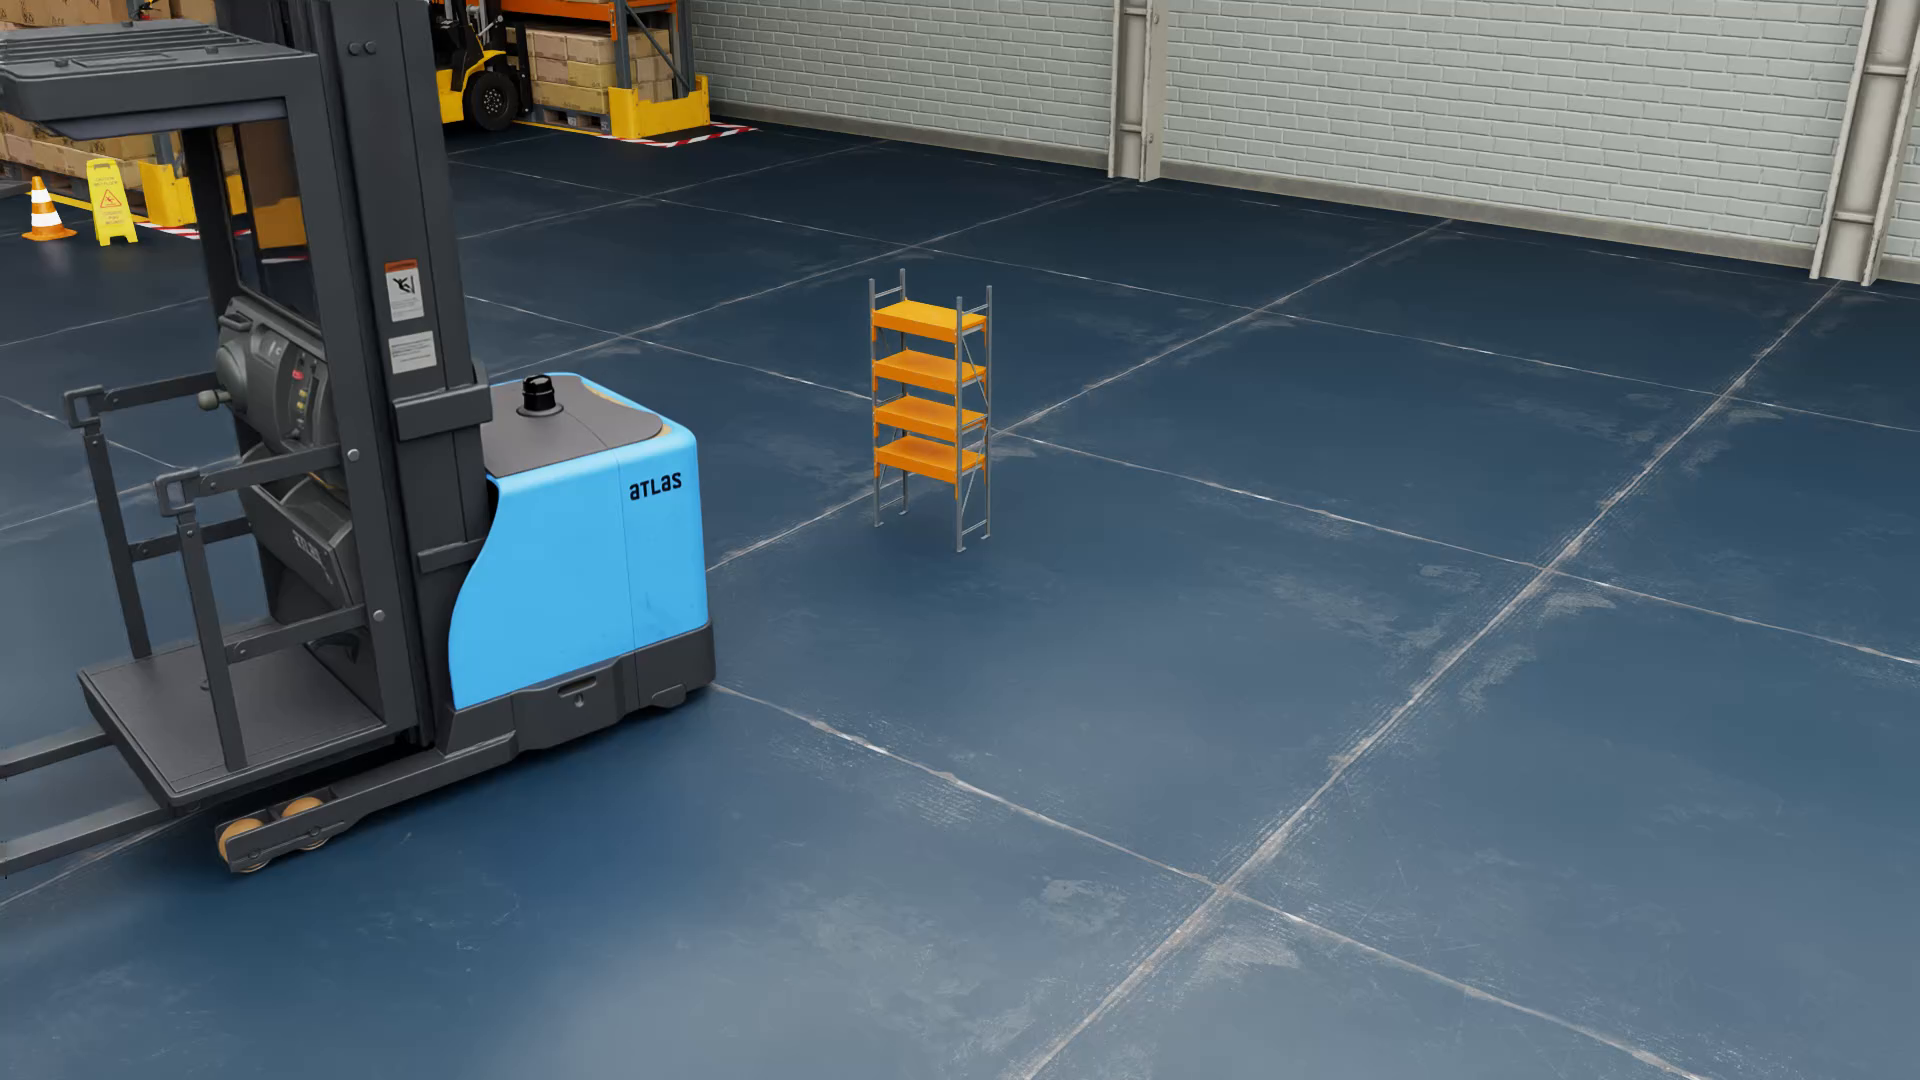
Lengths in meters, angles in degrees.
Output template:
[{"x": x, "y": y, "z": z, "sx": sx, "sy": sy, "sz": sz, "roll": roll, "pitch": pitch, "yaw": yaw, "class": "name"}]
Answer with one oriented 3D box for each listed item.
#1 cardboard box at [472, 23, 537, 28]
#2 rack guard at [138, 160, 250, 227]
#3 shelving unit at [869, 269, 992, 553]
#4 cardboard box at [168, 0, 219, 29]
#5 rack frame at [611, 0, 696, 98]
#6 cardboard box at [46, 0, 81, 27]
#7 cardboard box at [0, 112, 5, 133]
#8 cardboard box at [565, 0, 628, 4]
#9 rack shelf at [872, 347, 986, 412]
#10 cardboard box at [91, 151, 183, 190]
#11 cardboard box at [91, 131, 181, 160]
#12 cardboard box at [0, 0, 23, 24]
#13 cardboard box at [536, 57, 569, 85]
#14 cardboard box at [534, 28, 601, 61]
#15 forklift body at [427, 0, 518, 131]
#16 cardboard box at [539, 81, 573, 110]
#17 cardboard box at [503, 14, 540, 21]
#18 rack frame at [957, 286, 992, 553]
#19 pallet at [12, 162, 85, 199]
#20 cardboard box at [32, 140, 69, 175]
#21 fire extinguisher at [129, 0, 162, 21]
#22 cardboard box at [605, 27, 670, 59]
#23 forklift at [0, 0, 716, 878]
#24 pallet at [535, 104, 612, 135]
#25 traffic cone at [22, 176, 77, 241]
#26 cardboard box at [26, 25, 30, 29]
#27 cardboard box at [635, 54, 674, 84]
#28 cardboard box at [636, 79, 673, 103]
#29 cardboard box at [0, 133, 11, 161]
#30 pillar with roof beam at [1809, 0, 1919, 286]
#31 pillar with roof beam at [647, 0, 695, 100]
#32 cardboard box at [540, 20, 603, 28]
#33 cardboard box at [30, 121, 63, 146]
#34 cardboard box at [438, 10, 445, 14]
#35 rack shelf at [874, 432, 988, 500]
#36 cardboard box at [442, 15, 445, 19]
[{"x": -4.952, "y": -5.488, "z": 18.134, "sx": 0.500, "sy": 0.250, "sz": 0.500, "roll": 16, "pitch": 28, "yaw": 32, "class": "cardboard box"}, {"x": -6.208, "y": -2.992, "z": 13.922, "sx": 0.348, "sy": 0.500, "sz": 1.175, "roll": 17, "pitch": 29, "yaw": 33, "class": "rack guard"}, {"x": -0.132, "y": -0.589, "z": 7.599, "sx": 0.503, "sy": 1.200, "sz": 0.258, "roll": 17, "pitch": 29, "yaw": 33, "class": "shelving unit"}, {"x": -6.360, "y": -4.504, "z": 13.759, "sx": 0.500, "sy": 0.500, "sz": 0.500, "roll": 16, "pitch": 29, "yaw": 33, "class": "cardboard box"}, {"x": -3.173, "y": -5.720, "z": 17.013, "sx": 0.127, "sy": 3.000, "sz": 1.000, "roll": 17, "pitch": 29, "yaw": 33, "class": "rack frame"}, {"x": -7.145, "y": -4.465, "z": 13.670, "sx": 0.500, "sy": 0.500, "sz": 0.500, "roll": 17, "pitch": 29, "yaw": 33, "class": "cardboard box"}, {"x": -8.602, "y": -4.007, "z": 15.083, "sx": 0.500, "sy": 0.500, "sz": 0.500, "roll": 18, "pitch": 30, "yaw": 35, "class": "cardboard box"}, {"x": -3.725, "y": -5.800, "z": 17.070, "sx": 0.500, "sy": 0.500, "sz": 0.500, "roll": 16, "pitch": 28, "yaw": 32, "class": "cardboard box"}, {"x": -0.132, "y": -0.732, "z": 7.536, "sx": 0.480, "sy": 0.148, "sz": 0.258, "roll": 17, "pitch": 29, "yaw": 33, "class": "rack shelf"}, {"x": -6.975, "y": -3.166, "z": 14.105, "sx": 0.500, "sy": 0.250, "sz": 0.500, "roll": 17, "pitch": 29, "yaw": 33, "class": "cardboard box"}, {"x": -6.945, "y": -3.505, "z": 13.943, "sx": 0.500, "sy": 0.500, "sz": 0.500, "roll": 17, "pitch": 29, "yaw": 34, "class": "cardboard box"}, {"x": -7.937, "y": -4.715, "z": 14.239, "sx": 0.500, "sy": 0.500, "sz": 0.500, "roll": 17, "pitch": 29, "yaw": 34, "class": "cardboard box"}, {"x": -4.145, "y": -5.025, "z": 17.703, "sx": 0.500, "sy": 0.250, "sz": 0.500, "roll": 16, "pitch": 29, "yaw": 33, "class": "cardboard box"}, {"x": -4.141, "y": -5.244, "z": 17.581, "sx": 0.500, "sy": 0.250, "sz": 0.500, "roll": 17, "pitch": 29, "yaw": 34, "class": "cardboard box"}, {"x": -5.785, "y": -5.202, "z": 16.889, "sx": 1.214, "sy": 2.155, "sz": 2.313, "roll": 17, "pitch": 29, "yaw": 33, "class": "forklift body"}, {"x": -4.131, "y": -4.789, "z": 17.789, "sx": 0.500, "sy": 0.250, "sz": 0.500, "roll": 17, "pitch": 29, "yaw": 33, "class": "cardboard box"}, {"x": -5.053, "y": -5.778, "z": 18.793, "sx": 0.500, "sy": 0.250, "sz": 0.500, "roll": 17, "pitch": 29, "yaw": 34, "class": "cardboard box"}, {"x": 0.063, "y": -0.530, "z": 7.465, "sx": 0.015, "sy": 1.200, "sz": 0.240, "roll": 17, "pitch": 29, "yaw": 33, "class": "rack frame"}, {"x": -7.809, "y": -3.363, "z": 15.122, "sx": 1.213, "sy": 0.211, "sz": 1.003, "roll": 17, "pitch": 29, "yaw": 33, "class": "pallet"}, {"x": -7.787, "y": -3.413, "z": 14.665, "sx": 0.500, "sy": 0.250, "sz": 0.500, "roll": 16, "pitch": 28, "yaw": 31, "class": "cardboard box"}, {"x": -6.332, "y": -3.906, "z": 12.991, "sx": 0.183, "sy": 0.674, "sz": 0.296, "roll": 17, "pitch": 29, "yaw": 33, "class": "fire extinguisher"}, {"x": -3.444, "y": -5.289, "z": 17.683, "sx": 0.500, "sy": 0.250, "sz": 0.500, "roll": 16, "pitch": 29, "yaw": 33, "class": "cardboard box"}, {"x": -2.390, "y": -0.516, "z": 5.285, "sx": 3.031, "sy": 2.935, "sz": 1.130, "roll": -19, "pitch": 30, "yaw": -36, "class": "forklift"}, {"x": -3.810, "y": -4.616, "z": 17.964, "sx": 1.213, "sy": 0.211, "sz": 1.003, "roll": 17, "pitch": 29, "yaw": 33, "class": "pallet"}, {"x": -7.265, "y": -2.645, "z": 13.179, "sx": 0.334, "sy": 0.463, "sz": 0.336, "roll": 17, "pitch": 29, "yaw": 33, "class": "traffic cone"}, {"x": -7.786, "y": -4.400, "z": 14.328, "sx": 0.250, "sy": 0.149, "sz": 0.380, "roll": 17, "pitch": 29, "yaw": 33, "class": "cardboard box"}, {"x": -3.425, "y": -5.064, "z": 17.792, "sx": 0.500, "sy": 0.250, "sz": 0.500, "roll": 17, "pitch": 29, "yaw": 34, "class": "cardboard box"}, {"x": -3.449, "y": -4.836, "z": 17.895, "sx": 0.500, "sy": 0.250, "sz": 0.500, "roll": 17, "pitch": 29, "yaw": 34, "class": "cardboard box"}, {"x": -8.604, "y": -3.664, "z": 15.235, "sx": 0.500, "sy": 0.250, "sz": 0.500, "roll": 19, "pitch": 30, "yaw": 36, "class": "cardboard box"}, {"x": 3.831, "y": -4.634, "z": 7.107, "sx": 0.400, "sy": 9.000, "sz": 9.100, "roll": 17, "pitch": 29, "yaw": 33, "class": "pillar with roof beam"}, {"x": -5.772, "y": -7.536, "z": 13.693, "sx": 0.400, "sy": 9.000, "sz": 9.100, "roll": 17, "pitch": 29, "yaw": 33, "class": "pillar with roof beam"}, {"x": -4.240, "y": -5.533, "z": 18.237, "sx": 0.500, "sy": 0.250, "sz": 0.500, "roll": 17, "pitch": 29, "yaw": 33, "class": "cardboard box"}, {"x": -7.764, "y": -3.754, "z": 14.509, "sx": 0.500, "sy": 0.500, "sz": 0.500, "roll": 16, "pitch": 28, "yaw": 32, "class": "cardboard box"}, {"x": -5.864, "y": -6.022, "z": 19.348, "sx": 0.500, "sy": 0.250, "sz": 0.500, "roll": 17, "pitch": 29, "yaw": 34, "class": "cardboard box"}, {"x": -0.132, "y": -0.346, "z": 7.706, "sx": 0.480, "sy": 0.148, "sz": 0.258, "roll": 17, "pitch": 29, "yaw": 33, "class": "rack shelf"}, {"x": -5.772, "y": -5.734, "z": 18.693, "sx": 0.500, "sy": 0.250, "sz": 0.500, "roll": 17, "pitch": 29, "yaw": 33, "class": "cardboard box"}]
